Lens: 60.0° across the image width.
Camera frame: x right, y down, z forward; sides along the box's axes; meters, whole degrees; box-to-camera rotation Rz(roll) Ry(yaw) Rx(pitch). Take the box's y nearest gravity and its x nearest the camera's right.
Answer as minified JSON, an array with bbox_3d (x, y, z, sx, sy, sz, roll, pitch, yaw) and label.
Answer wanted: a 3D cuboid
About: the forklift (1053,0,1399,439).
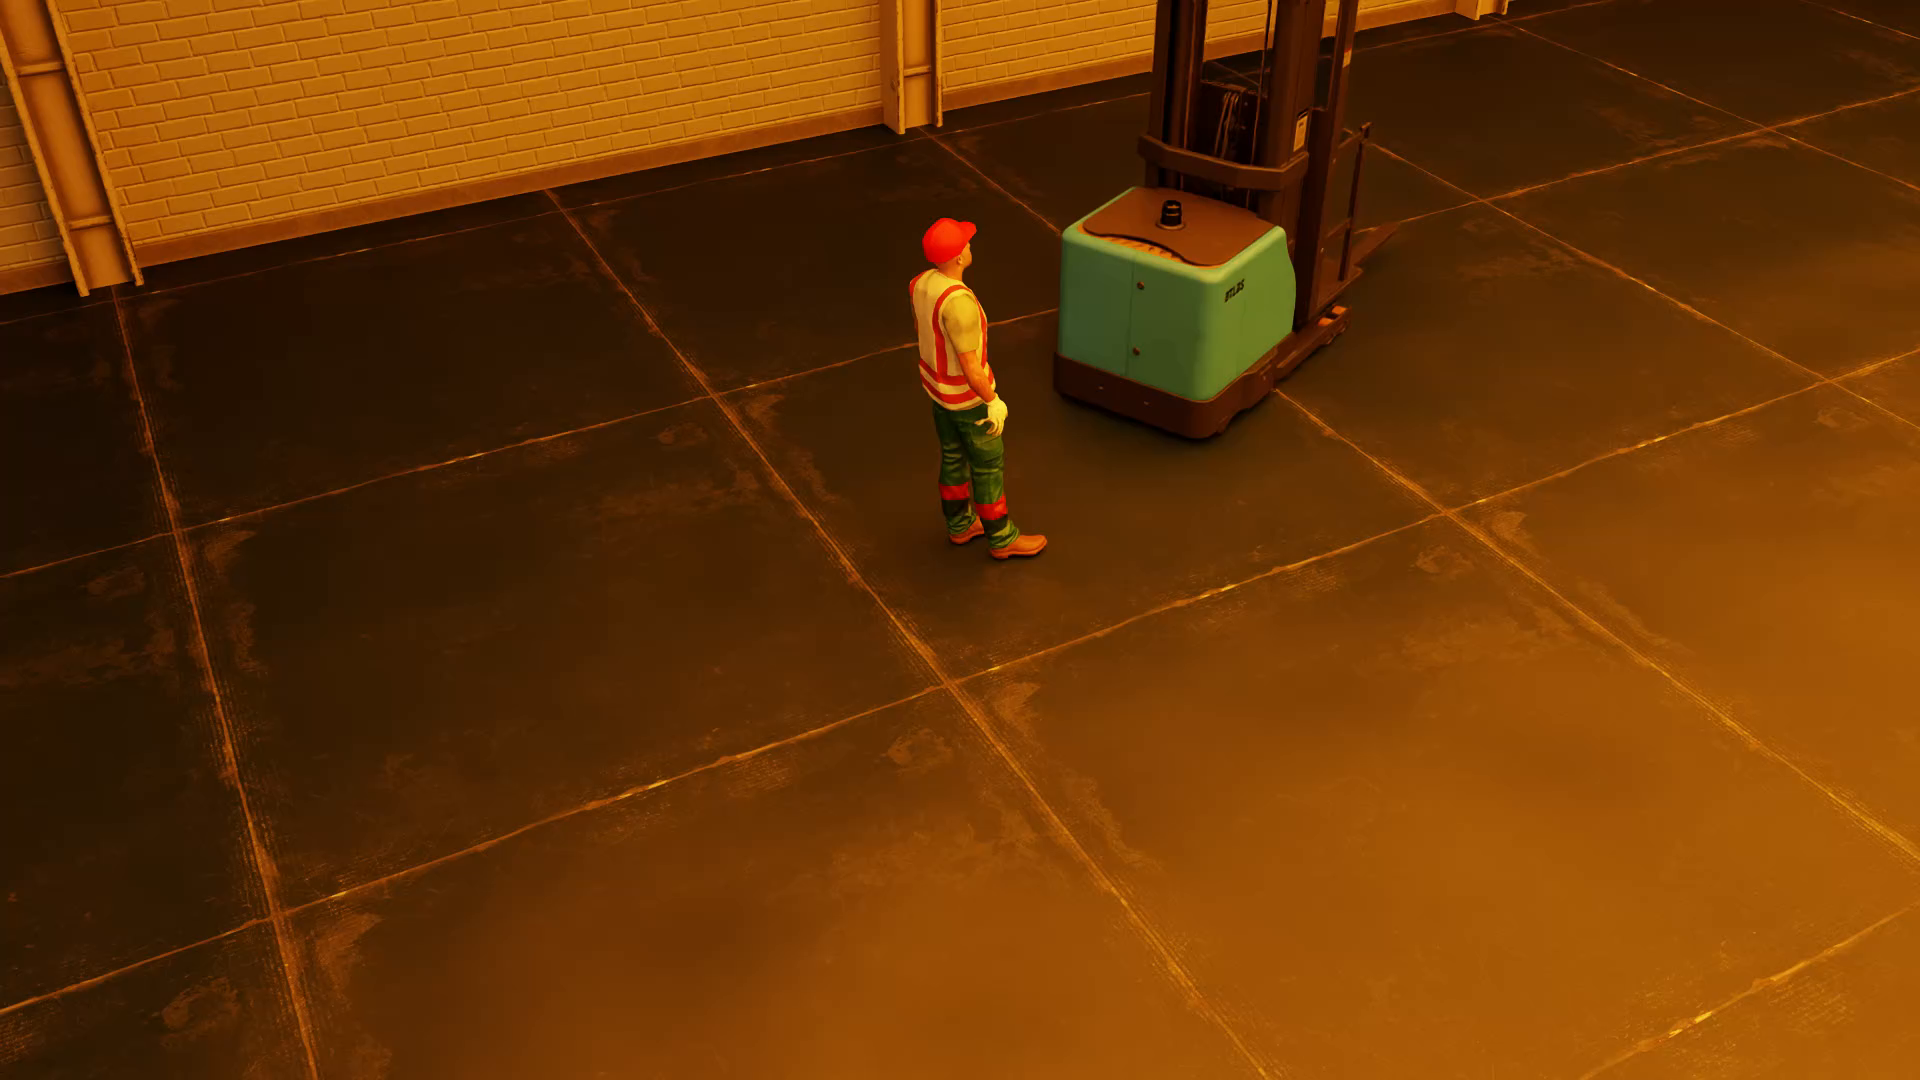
[{"bbox_3d":[1.824,-2.567,9.754,1.130,2.935,3.031,23,41,29],"label":"forklift"}]

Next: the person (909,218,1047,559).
[{"bbox_3d":[0.076,-0.753,8.165,0.562,1.789,0.638,-17,39,-23],"label":"person"}]
